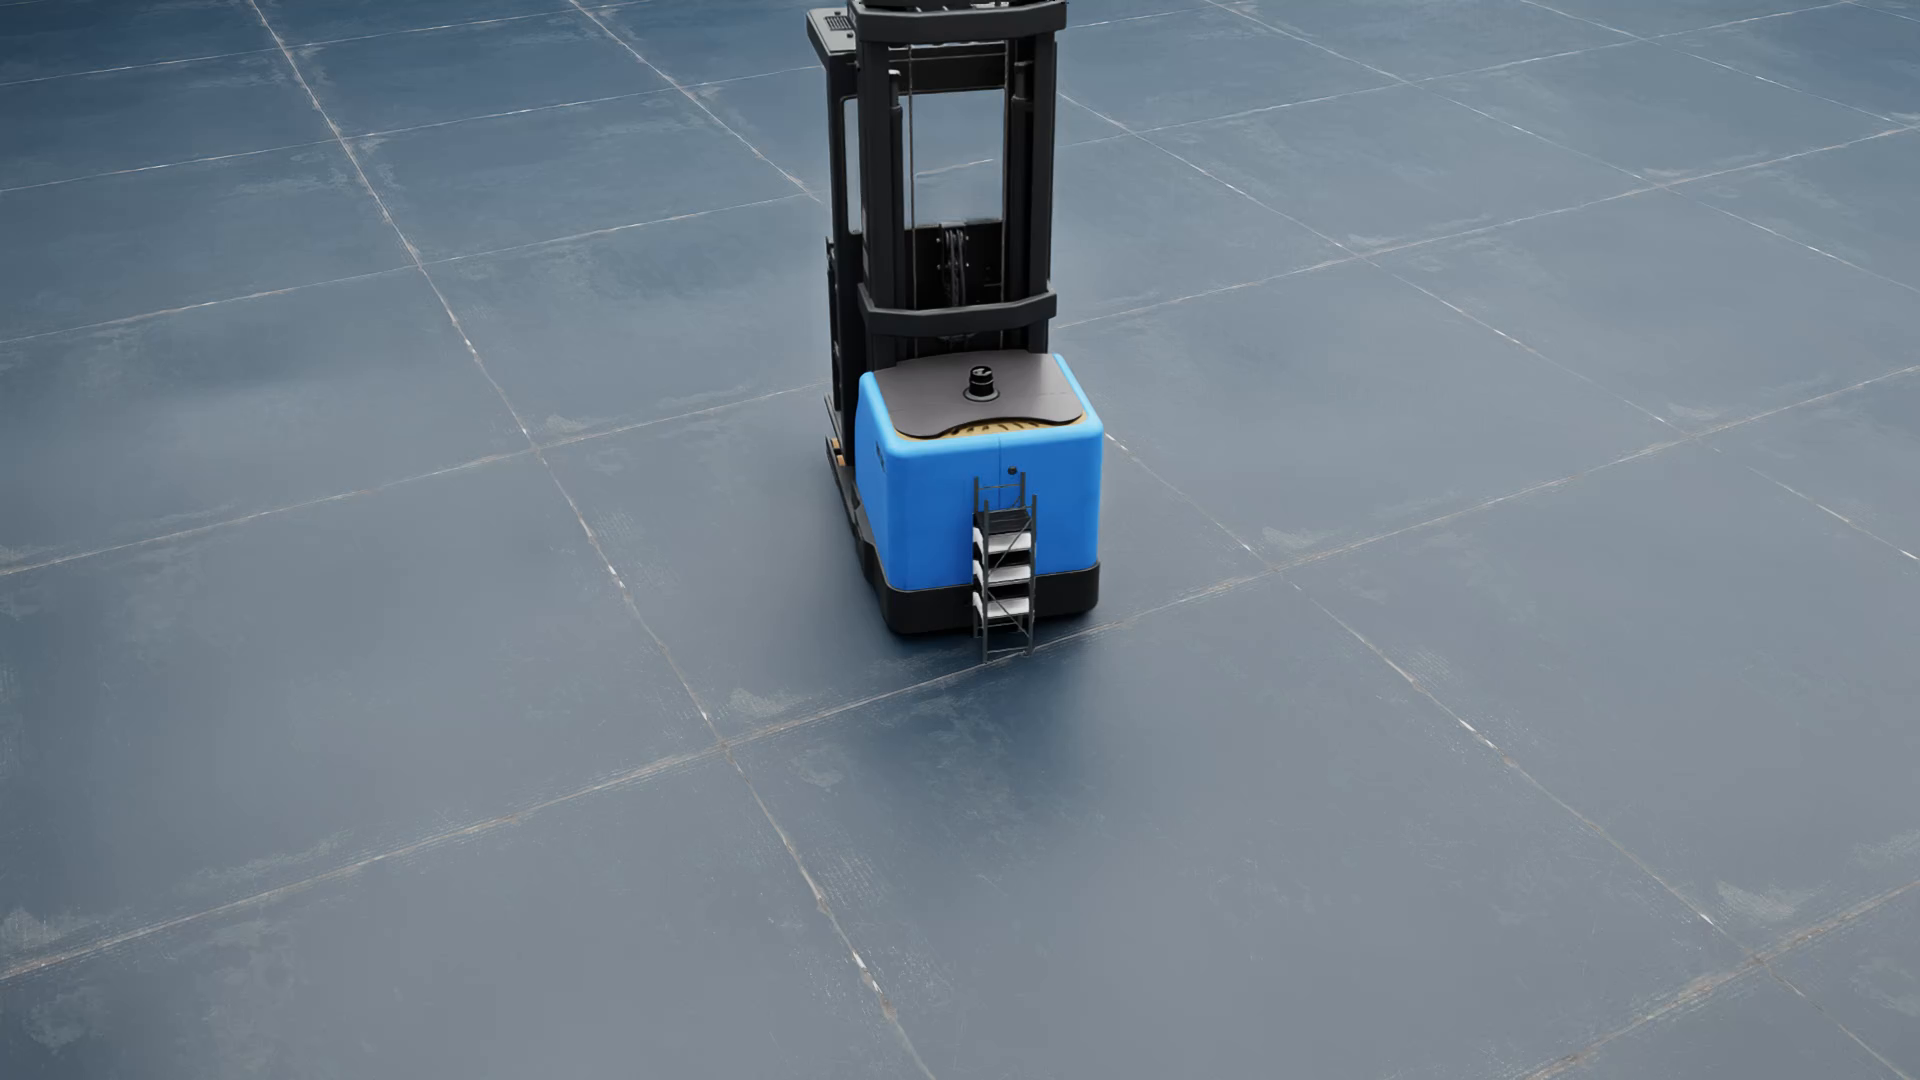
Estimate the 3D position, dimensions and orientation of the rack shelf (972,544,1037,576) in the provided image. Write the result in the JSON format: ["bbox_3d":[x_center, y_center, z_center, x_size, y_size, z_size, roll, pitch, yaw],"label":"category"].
[{"bbox_3d":[0.203,0.088,7.673,0.258,0.077,0.200,-7,33,-10],"label":"rack shelf"}]

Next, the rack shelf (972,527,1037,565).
[{"bbox_3d":[0.203,0.013,7.624,0.258,0.077,0.200,-7,33,-10],"label":"rack shelf"}]

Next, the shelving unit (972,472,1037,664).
[{"bbox_3d":[0.203,0.136,7.703,0.258,0.900,0.210,-7,33,-10],"label":"shelving unit"}]

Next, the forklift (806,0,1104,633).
[{"bbox_3d":[-0.137,-1.575,8.492,1.130,2.935,3.031,-7,33,-10],"label":"forklift"}]

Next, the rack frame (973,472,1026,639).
[{"bbox_3d":[0.181,0.083,7.787,0.240,0.900,0.006,-7,33,-10],"label":"rack frame"}]

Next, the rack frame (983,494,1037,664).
[{"bbox_3d":[0.224,0.190,7.620,0.240,0.900,0.006,-7,33,-10],"label":"rack frame"}]

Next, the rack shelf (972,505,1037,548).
[{"bbox_3d":[0.203,-0.063,7.576,0.258,0.077,0.200,-7,33,-10],"label":"rack shelf"}]

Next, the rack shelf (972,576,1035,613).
[{"bbox_3d":[0.203,0.240,7.770,0.258,0.077,0.200,-7,33,-10],"label":"rack shelf"}]

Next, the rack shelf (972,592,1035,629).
[{"bbox_3d":[0.203,0.316,7.818,0.258,0.077,0.200,-7,33,-10],"label":"rack shelf"}]

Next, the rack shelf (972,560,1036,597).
[{"bbox_3d":[0.203,0.164,7.721,0.258,0.077,0.200,-7,33,-10],"label":"rack shelf"}]
